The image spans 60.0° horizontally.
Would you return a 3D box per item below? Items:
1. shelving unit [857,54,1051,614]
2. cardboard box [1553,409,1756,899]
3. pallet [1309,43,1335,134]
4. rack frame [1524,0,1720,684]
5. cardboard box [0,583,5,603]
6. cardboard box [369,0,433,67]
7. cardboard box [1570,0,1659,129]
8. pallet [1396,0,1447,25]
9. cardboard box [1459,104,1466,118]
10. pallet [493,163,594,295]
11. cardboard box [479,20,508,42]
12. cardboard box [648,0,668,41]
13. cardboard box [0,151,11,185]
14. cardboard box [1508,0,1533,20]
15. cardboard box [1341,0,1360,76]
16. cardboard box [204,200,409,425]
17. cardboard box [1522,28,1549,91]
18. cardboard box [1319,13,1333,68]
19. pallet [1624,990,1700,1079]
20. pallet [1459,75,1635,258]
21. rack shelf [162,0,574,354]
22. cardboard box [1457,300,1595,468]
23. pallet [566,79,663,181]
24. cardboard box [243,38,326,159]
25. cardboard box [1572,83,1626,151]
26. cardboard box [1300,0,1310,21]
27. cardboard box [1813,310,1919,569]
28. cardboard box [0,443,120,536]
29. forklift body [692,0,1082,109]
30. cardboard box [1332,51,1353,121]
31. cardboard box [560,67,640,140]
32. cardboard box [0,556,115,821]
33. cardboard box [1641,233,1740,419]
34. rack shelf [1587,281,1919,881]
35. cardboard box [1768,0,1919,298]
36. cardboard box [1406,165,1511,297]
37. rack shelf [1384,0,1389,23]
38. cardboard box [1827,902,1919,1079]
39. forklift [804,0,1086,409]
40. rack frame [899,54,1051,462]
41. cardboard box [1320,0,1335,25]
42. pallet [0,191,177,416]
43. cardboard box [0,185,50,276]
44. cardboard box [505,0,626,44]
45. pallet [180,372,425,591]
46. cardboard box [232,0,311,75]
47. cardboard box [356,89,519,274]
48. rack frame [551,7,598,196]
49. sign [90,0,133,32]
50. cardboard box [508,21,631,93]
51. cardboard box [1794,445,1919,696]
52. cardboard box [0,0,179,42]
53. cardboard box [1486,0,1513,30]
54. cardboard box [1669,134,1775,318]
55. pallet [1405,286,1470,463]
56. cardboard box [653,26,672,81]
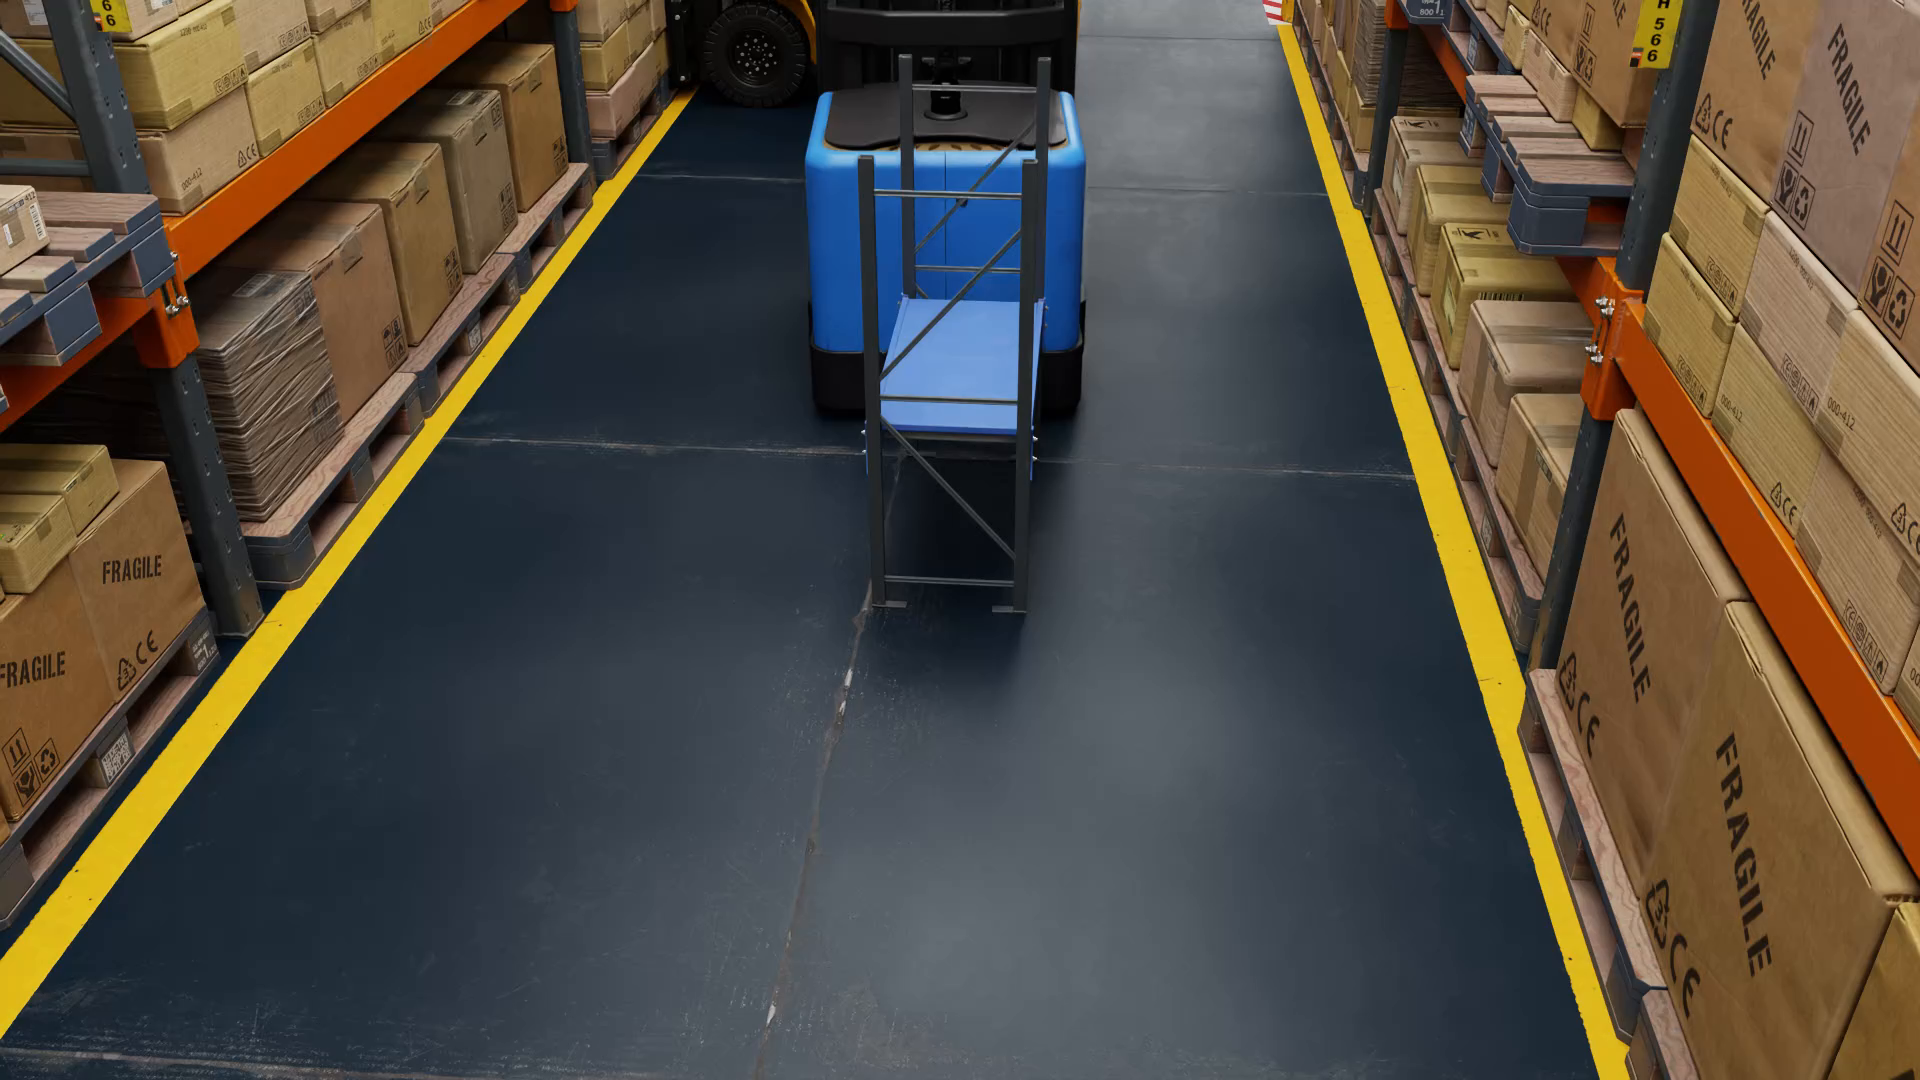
[{"bbox_3d":[0.007,-0.683,5.429,0.538,1.500,1.048,2,32,4],"label":"shelving unit"},{"bbox_3d":[2.074,0.278,4.065,0.875,0.875,0.875,2,32,4],"label":"cardboard box"},{"bbox_3d":[2.655,-2.702,9.934,1.003,0.211,1.213,2,32,4],"label":"pallet"},{"bbox_3d":[2.213,-0.805,4.198,1.000,3.000,0.127,2,32,4],"label":"rack frame"},{"bbox_3d":[-2.579,0.143,4.024,0.380,0.149,0.250,1,32,2],"label":"cardboard box"},{"bbox_3d":[-2.330,-1.977,6.242,0.500,0.250,0.500,3,32,6],"label":"cardboard box"},{"bbox_3d":[1.973,-1.403,4.388,0.500,0.500,0.500,2,32,3],"label":"cardboard box"},{"bbox_3d":[2.332,-2.422,7.004,1.003,0.211,1.213,2,32,4],"label":"pallet"},{"bbox_3d":[2.856,-2.202,8.685,0.500,0.250,0.500,1,32,2],"label":"cardboard box"},{"bbox_3d":[-2.430,-1.533,8.037,1.003,0.211,1.213,2,32,4],"label":"pallet"},{"bbox_3d":[-2.561,-2.807,8.713,0.500,0.250,0.500,3,32,5],"label":"cardboard box"},{"bbox_3d":[-1.970,-3.094,9.655,0.500,0.250,0.500,2,32,4],"label":"cardboard box"},{"bbox_3d":[-2.952,-1.198,4.977,0.500,0.250,0.500,2,32,3],"label":"cardboard box"},{"bbox_3d":[2.044,-1.938,5.256,0.500,0.500,0.500,0,32,1],"label":"cardboard box"},{"bbox_3d":[2.359,-2.811,8.959,0.500,0.500,0.500,3,32,5],"label":"cardboard box"},{"bbox_3d":[-2.624,-0.851,6.135,0.875,0.625,0.625,3,32,6],"label":"cardboard box"},{"bbox_3d":[1.960,-1.467,5.111,0.380,0.149,0.250,1,32,2],"label":"cardboard box"},{"bbox_3d":[2.443,-3.034,10.035,0.500,0.250,0.500,5,32,7],"label":"cardboard box"},{"bbox_3d":[1.972,1.427,3.233,1.003,0.211,1.213,2,32,4],"label":"pallet"},{"bbox_3d":[2.165,-1.101,4.860,1.213,0.211,1.003,2,32,4],"label":"pallet"},{"bbox_3d":[-2.571,-1.755,6.425,1.077,0.370,4.000,2,32,4],"label":"rack shelf"},{"bbox_3d":[2.321,-0.547,5.883,0.950,0.372,0.625,2,32,3],"label":"cardboard box"},{"bbox_3d":[-2.302,-2.334,9.336,1.003,0.211,1.213,2,32,4],"label":"pallet"},{"bbox_3d":[-2.408,-1.436,5.364,0.500,0.250,0.500,2,32,3],"label":"cardboard box"},{"bbox_3d":[1.955,-1.202,4.681,0.380,0.149,0.250,3,32,5],"label":"cardboard box"},{"bbox_3d":[2.523,-3.587,10.932,0.500,0.250,0.500,2,32,4],"label":"cardboard box"},{"bbox_3d":[1.830,-0.170,2.833,0.500,0.250,0.500,2,32,4],"label":"cardboard box"},{"bbox_3d":[-2.522,-0.137,4.478,0.380,0.149,0.250,1,32,2],"label":"cardboard box"},{"bbox_3d":[-0.419,-3.768,9.814,2.313,2.155,1.214,2,32,4],"label":"forklift body"},{"bbox_3d":[2.353,-2.505,9.176,0.500,0.250,0.500,2,32,3],"label":"cardboard box"},{"bbox_3d":[-2.039,-2.354,8.932,0.500,0.250,0.500,3,32,4],"label":"cardboard box"},{"bbox_3d":[-2.605,0.361,4.287,0.500,0.500,0.500,2,32,3],"label":"cardboard box"},{"bbox_3d":[1.923,-0.496,3.839,0.500,0.250,0.500,2,32,3],"label":"cardboard box"},{"bbox_3d":[2.051,0.547,2.690,1.077,0.370,4.000,2,32,4],"label":"rack shelf"},{"bbox_3d":[1.899,-0.766,3.086,0.500,0.500,0.500,3,32,4],"label":"cardboard box"},{"bbox_3d":[2.444,-1.307,7.116,0.950,0.372,0.625,4,32,7],"label":"cardboard box"},{"bbox_3d":[2.702,-3.637,9.478,1.077,0.370,4.000,2,32,4],"label":"rack shelf"},{"bbox_3d":[1.924,1.212,2.550,0.875,0.875,0.875,3,32,5],"label":"cardboard box"},{"bbox_3d":[-0.058,-2.489,6.994,1.130,2.935,3.031,0,32,0],"label":"forklift"},{"bbox_3d":[0.048,-0.949,5.860,0.500,1.500,0.032,2,32,4],"label":"rack frame"},{"bbox_3d":[2.435,-3.358,9.846,0.500,0.500,0.500,3,32,5],"label":"cardboard box"},{"bbox_3d":[-2.719,-0.576,4.009,1.213,0.211,1.003,2,32,4],"label":"pallet"},{"bbox_3d":[-2.405,-0.728,3.911,0.380,0.149,0.250,3,32,5],"label":"cardboard box"},{"bbox_3d":[-2.056,-2.781,8.670,0.500,0.250,0.500,2,32,3],"label":"cardboard box"},{"bbox_3d":[-2.628,-0.257,5.966,1.003,0.211,1.213,2,32,4],"label":"pallet"},{"bbox_3d":[-2.413,-1.648,5.231,0.500,0.250,0.500,3,32,6],"label":"cardboard box"},{"bbox_3d":[-2.511,-1.596,7.344,0.875,0.625,0.625,2,32,3],"label":"cardboard box"},{"bbox_3d":[-2.408,-3.107,7.933,1.000,3.000,0.127,2,32,4],"label":"rack frame"},{"bbox_3d":[-2.192,-1.457,4.226,0.100,0.325,0.005,2,32,4],"label":"sign"},{"bbox_3d":[-2.061,-2.568,8.802,0.500,0.250,0.500,2,32,4],"label":"cardboard box"},{"bbox_3d":[1.850,0.047,2.958,0.500,0.250,0.500,3,32,6],"label":"cardboard box"},{"bbox_3d":[-2.415,-1.488,4.592,0.380,0.149,0.250,3,32,5],"label":"cardboard box"},{"bbox_3d":[2.053,-1.872,5.768,0.380,0.149,0.250,1,32,2],"label":"cardboard box"},{"bbox_3d":[1.926,-0.700,3.693,0.500,0.250,0.500,2,32,4],"label":"cardboard box"},{"bbox_3d":[2.380,-0.663,6.625,1.003,0.211,1.213,2,32,4],"label":"pallet"},{"bbox_3d":[-1.987,-2.890,9.800,0.500,0.250,0.500,3,32,5],"label":"cardboard box"}]
